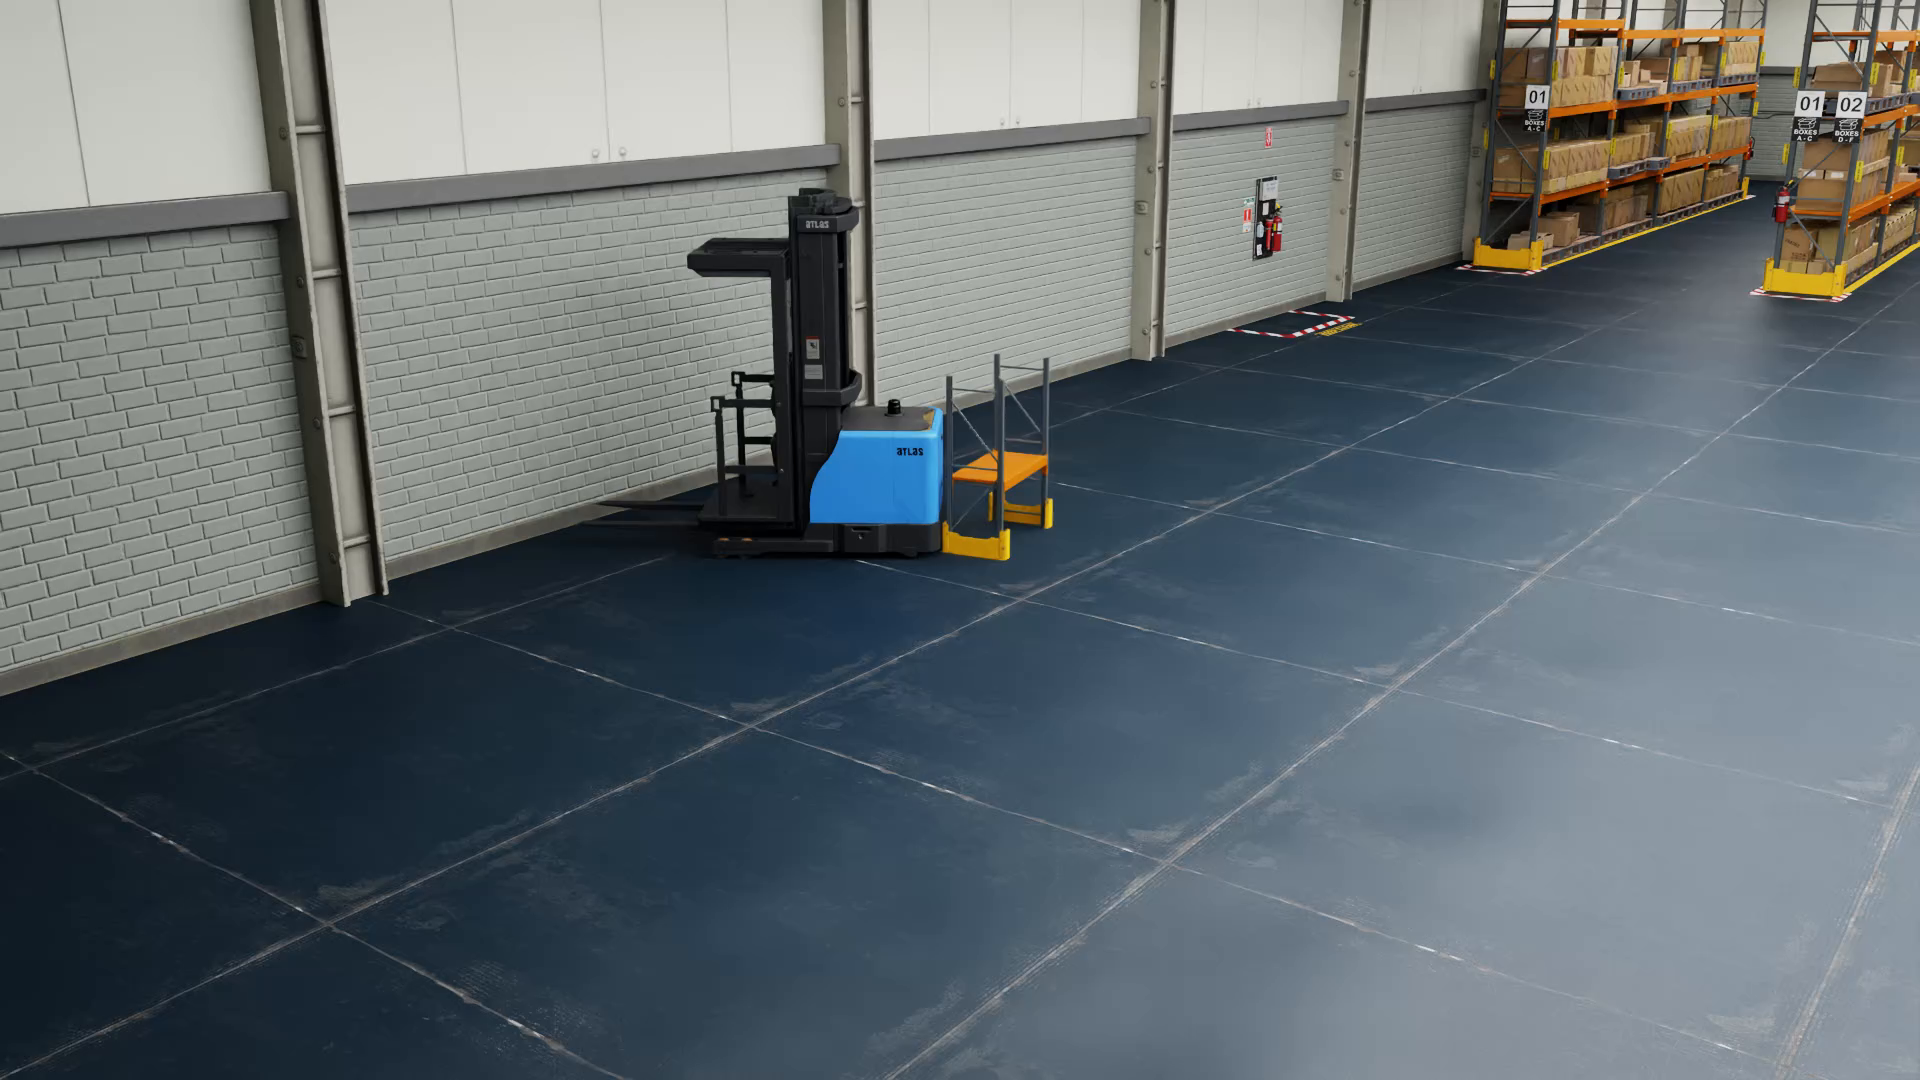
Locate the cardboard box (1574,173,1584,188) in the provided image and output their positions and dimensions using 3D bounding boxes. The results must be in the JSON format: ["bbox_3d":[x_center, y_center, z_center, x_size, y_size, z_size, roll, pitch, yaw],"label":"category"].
[{"bbox_3d":[11.361,-6.759,31.172,0.500,0.250,0.500,13,21,35],"label":"cardboard box"}]

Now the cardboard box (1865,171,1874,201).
[{"bbox_3d":[15.399,-6.169,28.881,0.700,0.500,0.500,13,21,35],"label":"cardboard box"}]

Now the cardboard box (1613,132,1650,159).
[{"bbox_3d":[14.089,-8.307,35.024,0.700,0.500,0.500,10,20,30],"label":"cardboard box"}]

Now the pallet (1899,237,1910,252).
[{"bbox_3d":[18.131,-5.905,32.903,1.003,0.211,1.213,12,21,35],"label":"pallet"}]

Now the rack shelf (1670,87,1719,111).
[{"bbox_3d":[15.864,-9.866,37.110,1.077,0.370,4.000,12,21,35],"label":"rack shelf"}]

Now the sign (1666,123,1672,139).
[{"bbox_3d":[15.114,-8.722,35.453,0.100,0.325,0.005,12,21,35],"label":"sign"}]

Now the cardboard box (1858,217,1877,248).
[{"bbox_3d":[15.862,-5.453,29.408,0.500,0.500,0.500,12,21,35],"label":"cardboard box"}]

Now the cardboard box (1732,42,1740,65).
[{"bbox_3d":[18.007,-11.464,39.156,0.500,0.500,0.500,12,21,34],"label":"cardboard box"}]

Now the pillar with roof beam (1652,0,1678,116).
[{"bbox_3d":[20.236,-11.677,36.672,9.100,9.000,0.400,12,21,35],"label":"pillar with roof beam"}]

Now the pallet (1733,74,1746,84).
[{"bbox_3d":[18.279,-11.126,40.104,1.003,0.211,1.213,12,21,35],"label":"pallet"}]

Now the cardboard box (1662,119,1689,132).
[{"bbox_3d":[15.765,-9.168,36.741,0.500,0.250,0.500,13,21,35],"label":"cardboard box"}]

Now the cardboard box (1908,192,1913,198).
[{"bbox_3d":[19.957,-7.443,35.361,0.500,0.250,0.500,12,21,35],"label":"cardboard box"}]

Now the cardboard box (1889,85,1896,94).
[{"bbox_3d":[15.771,-7.717,28.459,0.380,0.149,0.250,12,21,35],"label":"cardboard box"}]

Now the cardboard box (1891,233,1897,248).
[{"bbox_3d":[17.321,-5.658,31.335,0.500,0.250,0.500,12,21,33],"label":"cardboard box"}]

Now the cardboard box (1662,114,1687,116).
[{"bbox_3d":[16.573,-9.747,38.605,0.500,0.250,0.500,13,22,36],"label":"cardboard box"}]

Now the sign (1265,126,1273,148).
[{"bbox_3d":[4.465,-5.826,24.039,0.001,0.298,0.199,12,21,35],"label":"sign"}]

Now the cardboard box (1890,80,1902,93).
[{"bbox_3d":[16.645,-8.180,30.013,0.500,0.250,0.500,15,23,40],"label":"cardboard box"}]

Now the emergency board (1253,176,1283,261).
[{"bbox_3d":[4.550,-4.704,24.332,0.194,1.169,0.643,12,21,35],"label":"emergency board"}]

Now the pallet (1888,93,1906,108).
[{"bbox_3d":[15.782,-7.656,28.930,1.003,0.211,1.213,12,21,35],"label":"pallet"}]

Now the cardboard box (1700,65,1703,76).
[{"bbox_3d":[17.275,-11.067,39.141,0.500,0.250,0.500,13,21,35],"label":"cardboard box"}]

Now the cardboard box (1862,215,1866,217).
[{"bbox_3d":[16.885,-6.019,31.551,0.500,0.311,0.500,12,21,35],"label":"cardboard box"}]

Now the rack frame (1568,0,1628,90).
[{"bbox_3d":[12.289,-10.213,31.957,1.000,3.000,0.127,12,21,35],"label":"rack frame"}]

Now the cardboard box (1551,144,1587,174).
[{"bbox_3d":[11.345,-7.114,31.051,0.500,0.500,0.500,13,22,36],"label":"cardboard box"}]

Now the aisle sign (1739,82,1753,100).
[{"bbox_3d":[19.723,-11.411,41.549,0.394,0.787,0.004,12,21,35],"label":"aisle sign"}]

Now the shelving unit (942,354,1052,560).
[{"bbox_3d":[0.330,-0.727,14.055,0.587,1.500,1.083,7,19,22],"label":"shelving unit"}]

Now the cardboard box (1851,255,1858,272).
[{"bbox_3d":[14.978,-4.735,28.362,0.500,0.250,0.500,12,21,35],"label":"cardboard box"}]

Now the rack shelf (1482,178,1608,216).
[{"bbox_3d":[11.098,-6.528,31.419,1.077,0.370,4.000,12,21,35],"label":"rack shelf"}]

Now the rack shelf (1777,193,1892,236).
[{"bbox_3d":[15.078,-5.653,28.603,1.077,0.370,4.000,12,21,35],"label":"rack shelf"}]

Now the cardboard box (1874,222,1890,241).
[{"bbox_3d":[16.716,-5.683,30.468,0.500,0.311,0.500,13,21,35],"label":"cardboard box"}]

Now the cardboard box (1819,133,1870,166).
[{"bbox_3d":[14.815,-6.556,27.940,0.700,0.500,0.500,13,21,35],"label":"cardboard box"}]

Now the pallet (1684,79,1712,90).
[{"bbox_3d":[16.549,-10.367,37.835,0.805,0.209,1.217,11,21,33],"label":"pallet"}]

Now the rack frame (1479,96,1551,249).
[{"bbox_3d":[9.906,-6.395,29.779,1.000,3.000,0.127,12,21,35],"label":"rack frame"}]

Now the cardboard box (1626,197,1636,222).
[{"bbox_3d":[13.885,-7.034,35.309,0.700,0.500,0.500,12,21,35],"label":"cardboard box"}]

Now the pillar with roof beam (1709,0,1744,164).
[{"bbox_3d":[23.811,-13.106,41.274,9.100,9.000,0.400,12,21,35],"label":"pillar with roof beam"}]

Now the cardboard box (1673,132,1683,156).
[{"bbox_3d":[15.487,-8.693,36.476,0.500,0.500,0.500,13,22,36],"label":"cardboard box"}]

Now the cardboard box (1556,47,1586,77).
[{"bbox_3d":[10.966,-8.646,30.080,0.500,0.500,0.500,13,22,36],"label":"cardboard box"}]

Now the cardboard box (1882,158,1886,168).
[{"bbox_3d":[16.131,-6.670,29.401,0.380,0.149,0.250,12,21,34],"label":"cardboard box"}]

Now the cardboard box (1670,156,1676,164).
[{"bbox_3d":[15.438,-8.334,36.413,0.380,0.149,0.250,13,22,36],"label":"cardboard box"}]

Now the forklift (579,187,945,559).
[{"bbox_3d":[-1.664,-1.402,13.817,3.031,2.935,1.130,1,17,2],"label":"forklift"}]

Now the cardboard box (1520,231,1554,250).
[{"bbox_3d":[10.730,-5.606,31.029,0.500,0.311,0.500,15,22,39],"label":"cardboard box"}]

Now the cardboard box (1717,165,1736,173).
[{"bbox_3d":[19.021,-9.214,41.270,0.380,0.149,0.250,13,22,36],"label":"cardboard box"}]

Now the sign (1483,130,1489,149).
[{"bbox_3d":[9.472,-7.202,29.891,0.100,0.325,0.005,12,21,35],"label":"sign"}]

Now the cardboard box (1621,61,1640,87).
[{"bbox_3d":[13.414,-9.438,33.644,0.500,0.500,0.500,12,21,33],"label":"cardboard box"}]

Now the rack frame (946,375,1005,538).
[{"bbox_3d":[0.123,-0.586,13.602,0.500,1.500,0.032,7,19,22],"label":"rack frame"}]

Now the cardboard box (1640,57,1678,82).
[{"bbox_3d":[15.189,-10.252,36.230,0.700,0.500,0.500,11,20,32],"label":"cardboard box"}]

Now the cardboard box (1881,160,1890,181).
[{"bbox_3d":[17.054,-6.826,31.000,0.500,0.500,0.500,14,22,39],"label":"cardboard box"}]

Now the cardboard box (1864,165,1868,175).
[{"bbox_3d":[15.059,-6.240,28.019,0.380,0.149,0.250,12,21,34],"label":"cardboard box"}]

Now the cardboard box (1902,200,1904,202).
[{"bbox_3d":[19.331,-6.830,34.652,0.500,0.500,0.500,12,21,33],"label":"cardboard box"}]

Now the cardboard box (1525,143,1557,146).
[{"bbox_3d":[10.929,-7.203,31.335,0.500,0.500,0.500,13,21,35],"label":"cardboard box"}]

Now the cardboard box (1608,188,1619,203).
[{"bbox_3d":[13.281,-7.130,34.356,0.500,0.250,0.500,12,21,33],"label":"cardboard box"}]

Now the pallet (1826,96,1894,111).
[{"bbox_3d":[15.055,-7.366,27.998,1.003,0.211,1.213,12,21,35],"label":"pallet"}]

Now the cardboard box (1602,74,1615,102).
[{"bbox_3d":[12.185,-8.673,31.854,0.500,0.500,0.500,13,22,36],"label":"cardboard box"}]

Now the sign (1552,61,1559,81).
[{"bbox_3d":[10.342,-8.149,28.896,0.100,0.325,0.005,12,21,35],"label":"sign"}]

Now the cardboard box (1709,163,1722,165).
[{"bbox_3d":[19.016,-9.403,41.878,0.380,0.149,0.250,13,21,35],"label":"cardboard box"}]
